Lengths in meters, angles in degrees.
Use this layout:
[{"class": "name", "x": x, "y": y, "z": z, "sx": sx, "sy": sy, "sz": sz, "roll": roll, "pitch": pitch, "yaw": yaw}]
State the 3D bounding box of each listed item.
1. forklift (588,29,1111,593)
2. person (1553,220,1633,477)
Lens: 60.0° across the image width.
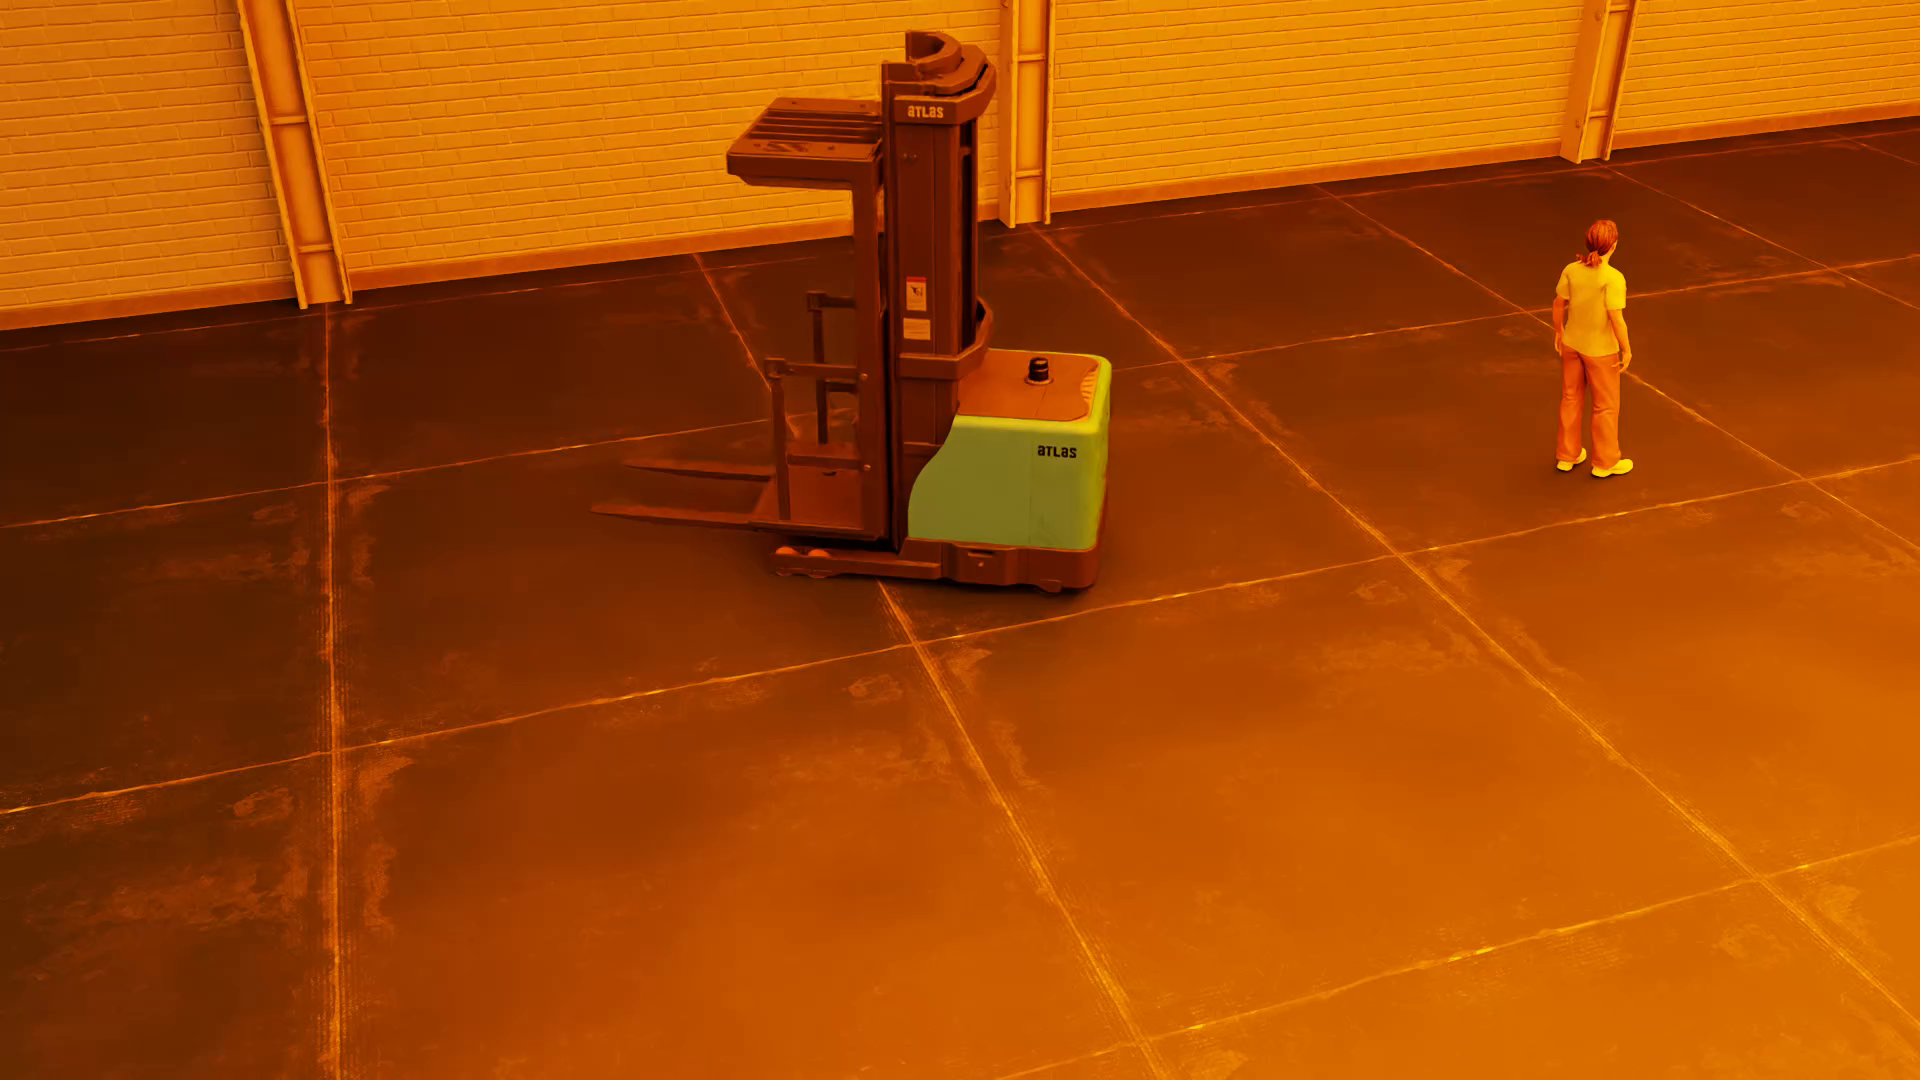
[{"class": "forklift", "x": -0.663, "y": -1.301, "z": 9.348, "sx": 3.031, "sy": 2.935, "sz": 1.130, "roll": 4, "pitch": 30, "yaw": 8}, {"class": "person", "x": 4.004, "y": -1.215, "z": 10.443, "sx": 0.548, "sy": 1.673, "sz": 0.554, "roll": -19, "pitch": 35, "yaw": -30}]
